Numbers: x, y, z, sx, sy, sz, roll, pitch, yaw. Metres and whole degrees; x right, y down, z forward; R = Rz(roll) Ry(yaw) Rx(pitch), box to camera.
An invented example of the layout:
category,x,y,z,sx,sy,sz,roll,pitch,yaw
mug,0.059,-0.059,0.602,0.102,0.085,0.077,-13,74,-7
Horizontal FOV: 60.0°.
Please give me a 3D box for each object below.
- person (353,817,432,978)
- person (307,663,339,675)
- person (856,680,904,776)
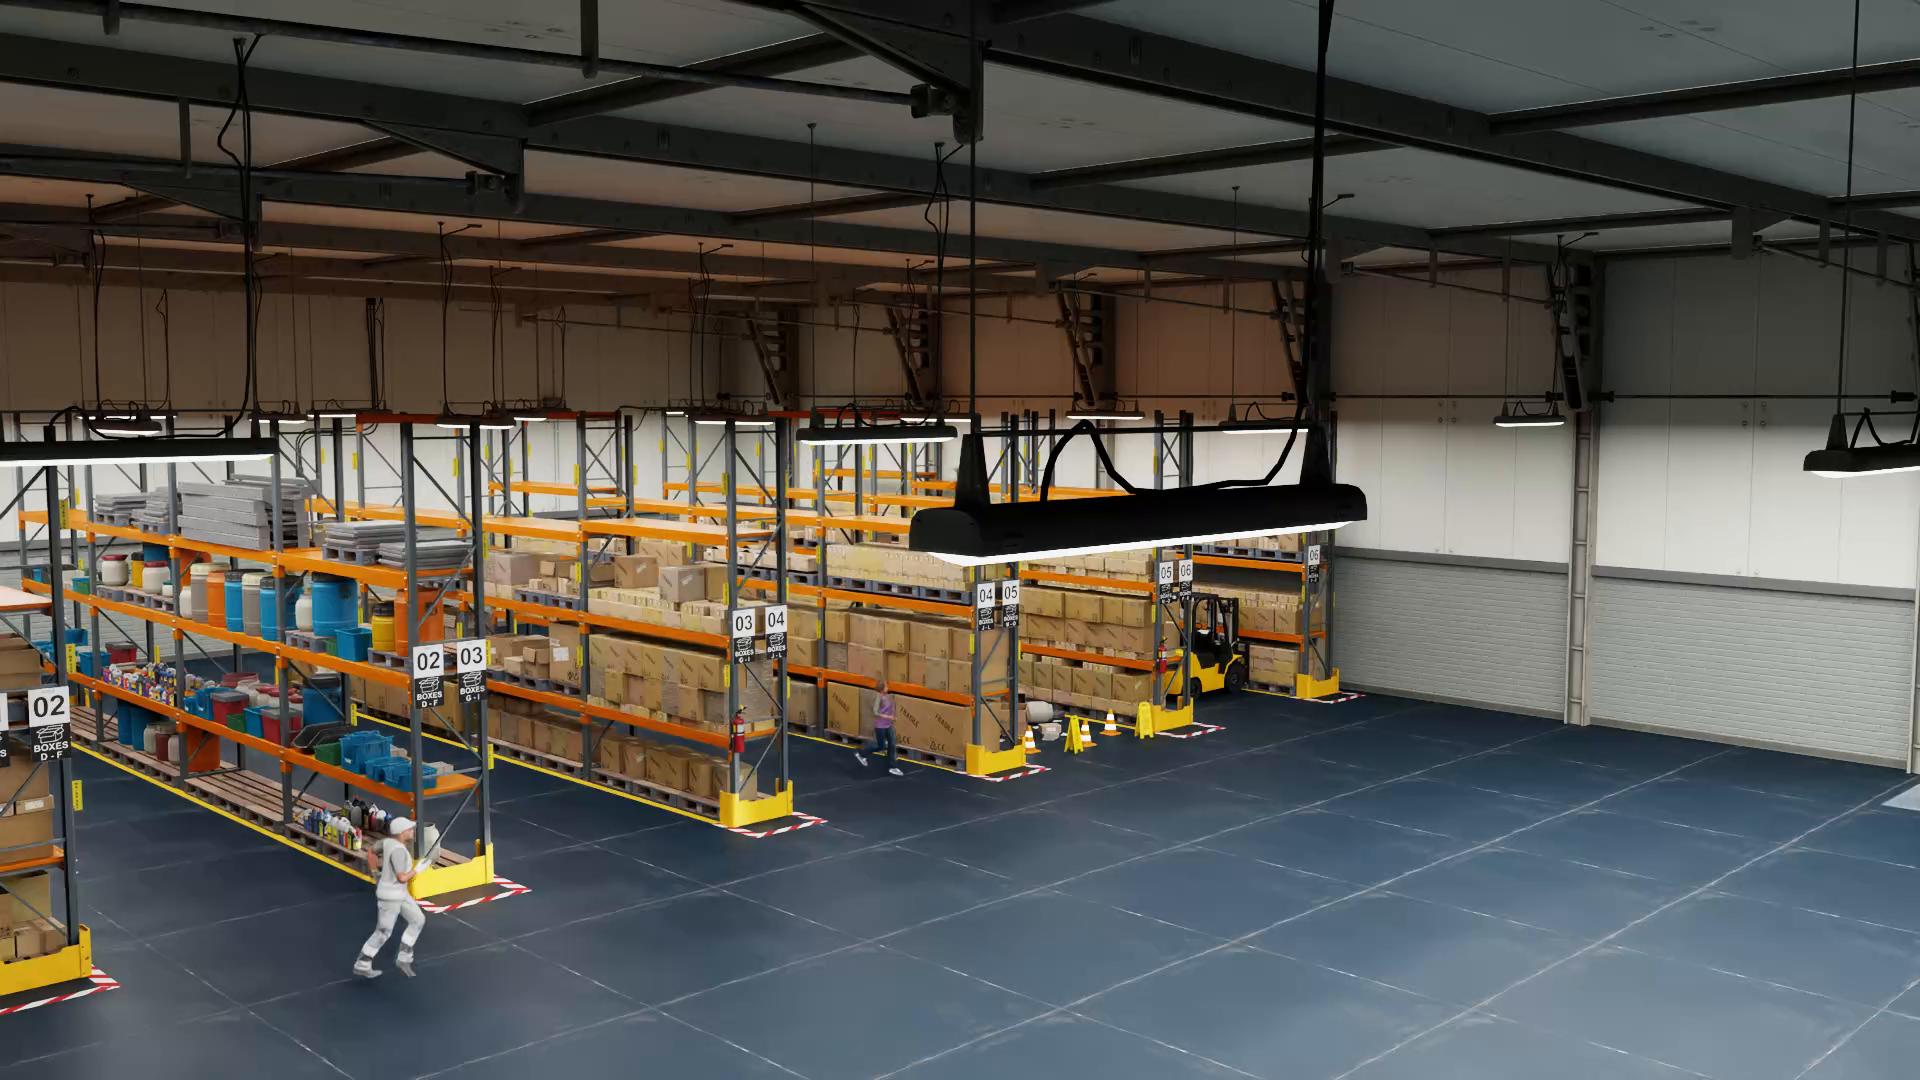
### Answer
category,x,y,z,sx,sy,sz,roll,pitch,yaw
person,-6.132,3.895,17.947,0.845,1.827,0.620,-1,5,-15
person,-12.112,2.696,31.834,0.962,1.771,0.702,4,6,40
person,-1.330,3.129,27.795,0.848,1.599,0.538,2,5,22
